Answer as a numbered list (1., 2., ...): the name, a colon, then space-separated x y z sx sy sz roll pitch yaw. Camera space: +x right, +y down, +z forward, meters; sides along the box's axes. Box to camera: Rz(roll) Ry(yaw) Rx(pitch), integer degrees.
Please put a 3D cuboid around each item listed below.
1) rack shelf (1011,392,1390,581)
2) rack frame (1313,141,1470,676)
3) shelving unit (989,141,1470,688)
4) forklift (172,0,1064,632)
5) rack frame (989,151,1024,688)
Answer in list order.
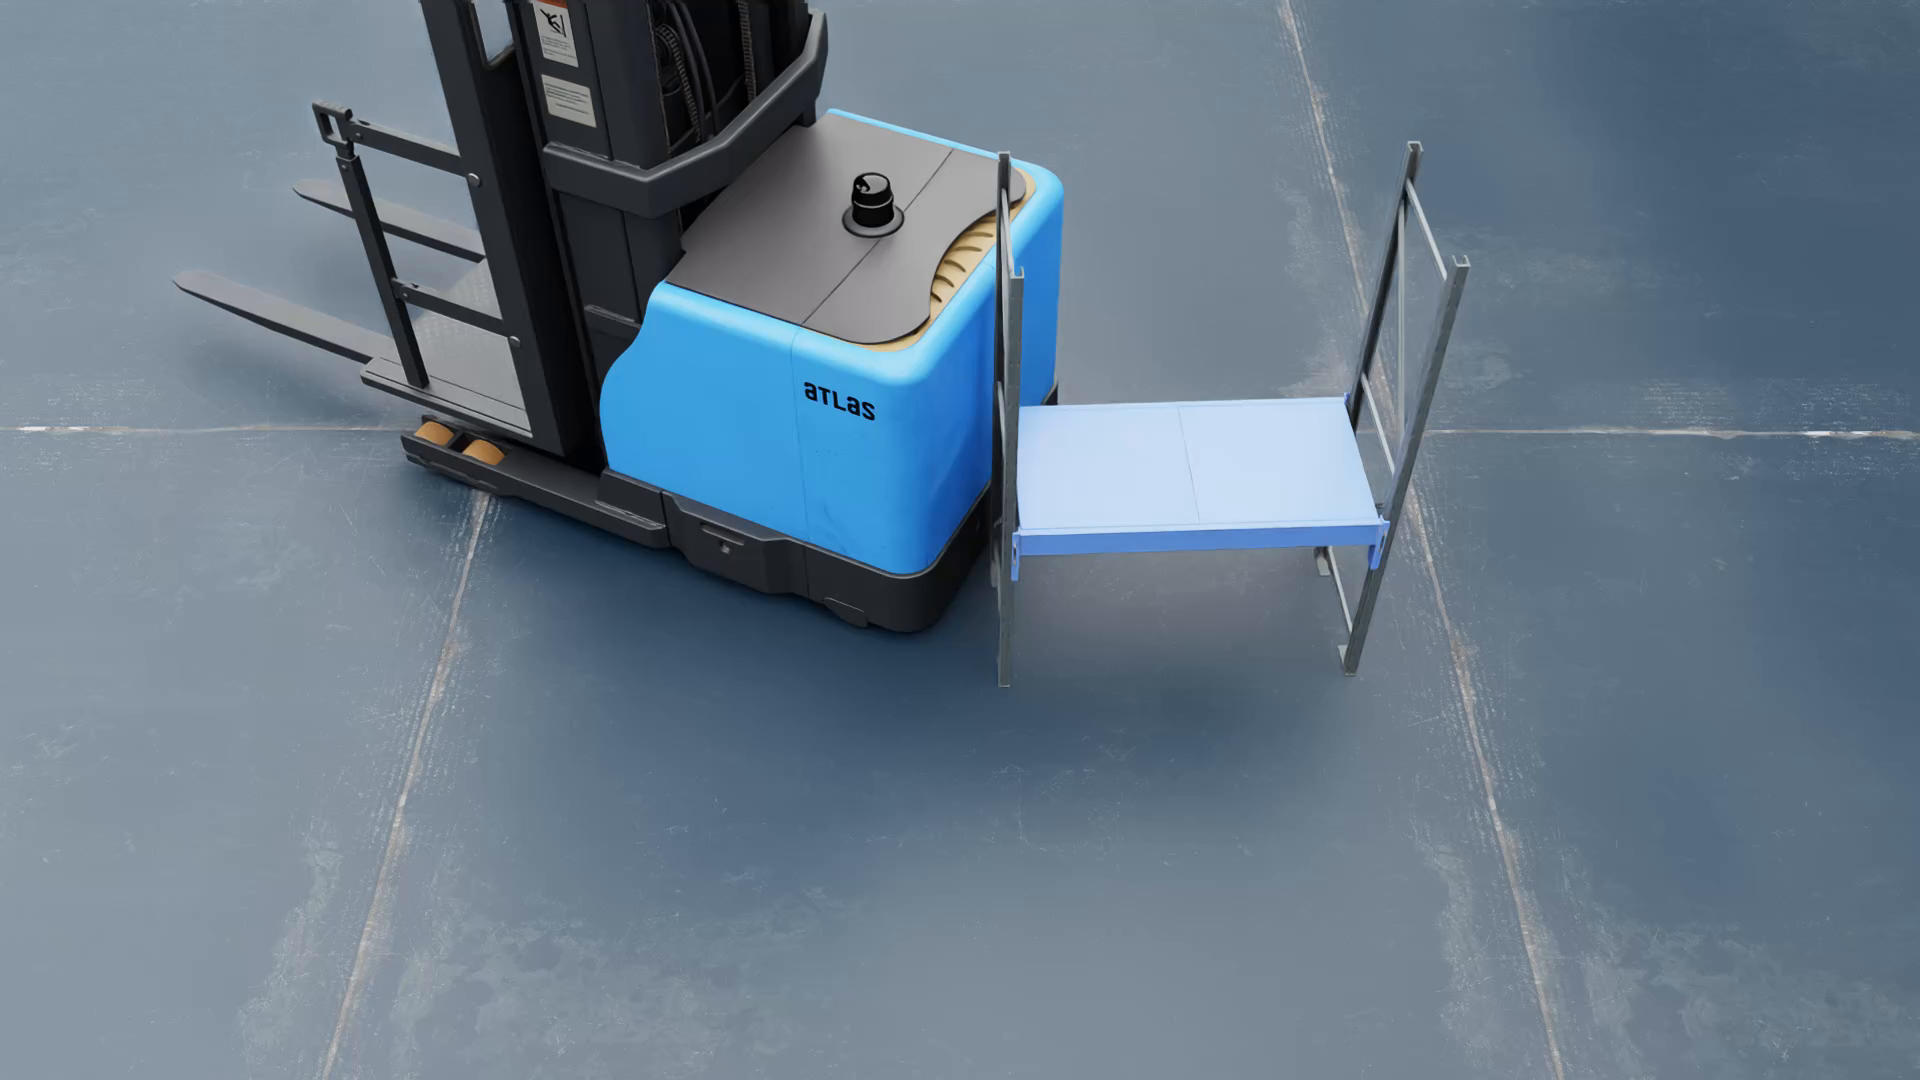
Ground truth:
1. rack shelf: 0.626 -0.156 4.616 1.000 0.185 0.538 -2 47 -2
2. rack frame: 1.134 -0.294 4.499 0.032 1.500 0.500 -2 47 -2
3. shelving unit: 0.626 -0.278 4.484 1.048 1.500 0.538 -2 47 -2
4. forklift: -1.240 -1.484 4.629 3.031 2.935 1.130 20 50 17
5. rack frame: 0.119 -0.262 4.469 0.032 1.500 0.500 -2 47 -2
